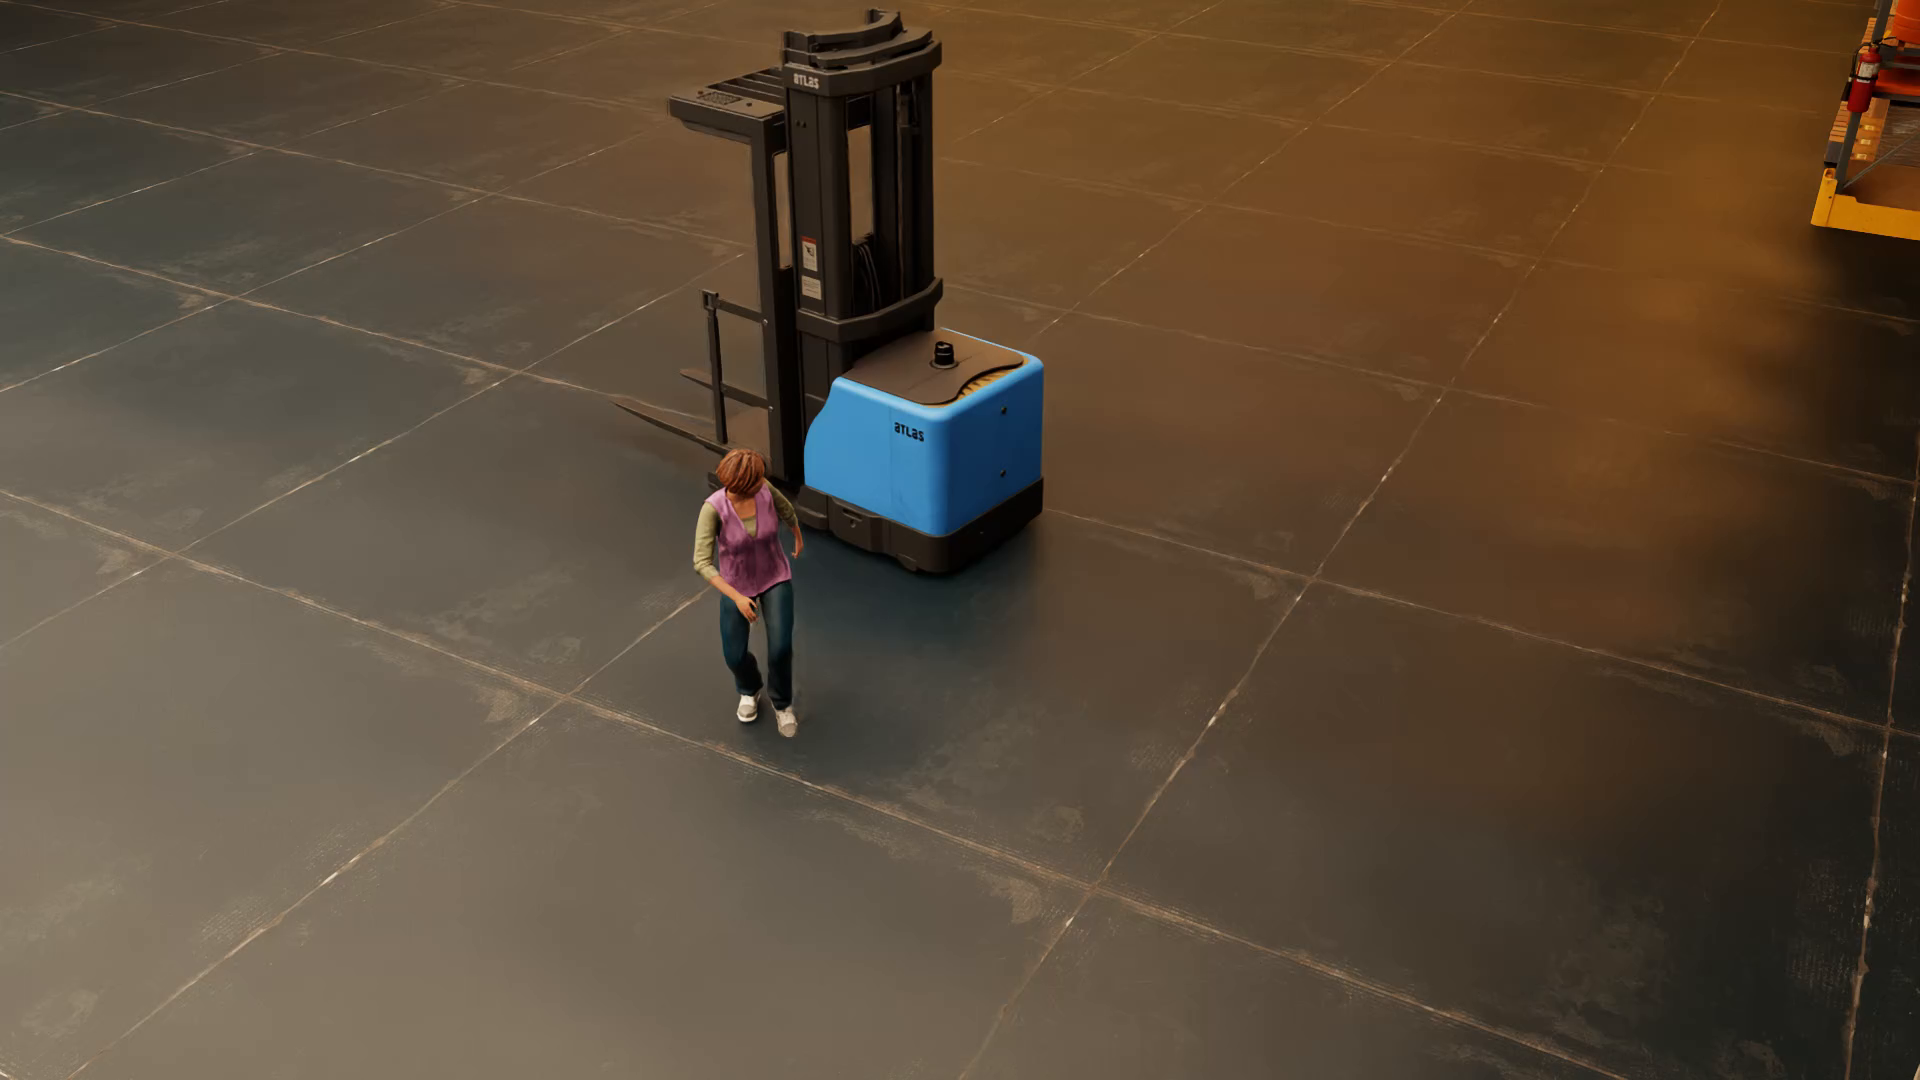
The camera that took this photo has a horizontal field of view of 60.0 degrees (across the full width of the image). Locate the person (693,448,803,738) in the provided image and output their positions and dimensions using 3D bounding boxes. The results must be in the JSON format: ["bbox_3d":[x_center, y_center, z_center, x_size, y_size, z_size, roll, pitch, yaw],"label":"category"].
[{"bbox_3d":[-1.003,0.249,8.076,0.549,1.564,0.671,-5,30,-9],"label":"person"}]

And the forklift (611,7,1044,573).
[{"bbox_3d":[-0.960,-1.673,9.970,3.031,2.935,1.130,22,37,33],"label":"forklift"}]
